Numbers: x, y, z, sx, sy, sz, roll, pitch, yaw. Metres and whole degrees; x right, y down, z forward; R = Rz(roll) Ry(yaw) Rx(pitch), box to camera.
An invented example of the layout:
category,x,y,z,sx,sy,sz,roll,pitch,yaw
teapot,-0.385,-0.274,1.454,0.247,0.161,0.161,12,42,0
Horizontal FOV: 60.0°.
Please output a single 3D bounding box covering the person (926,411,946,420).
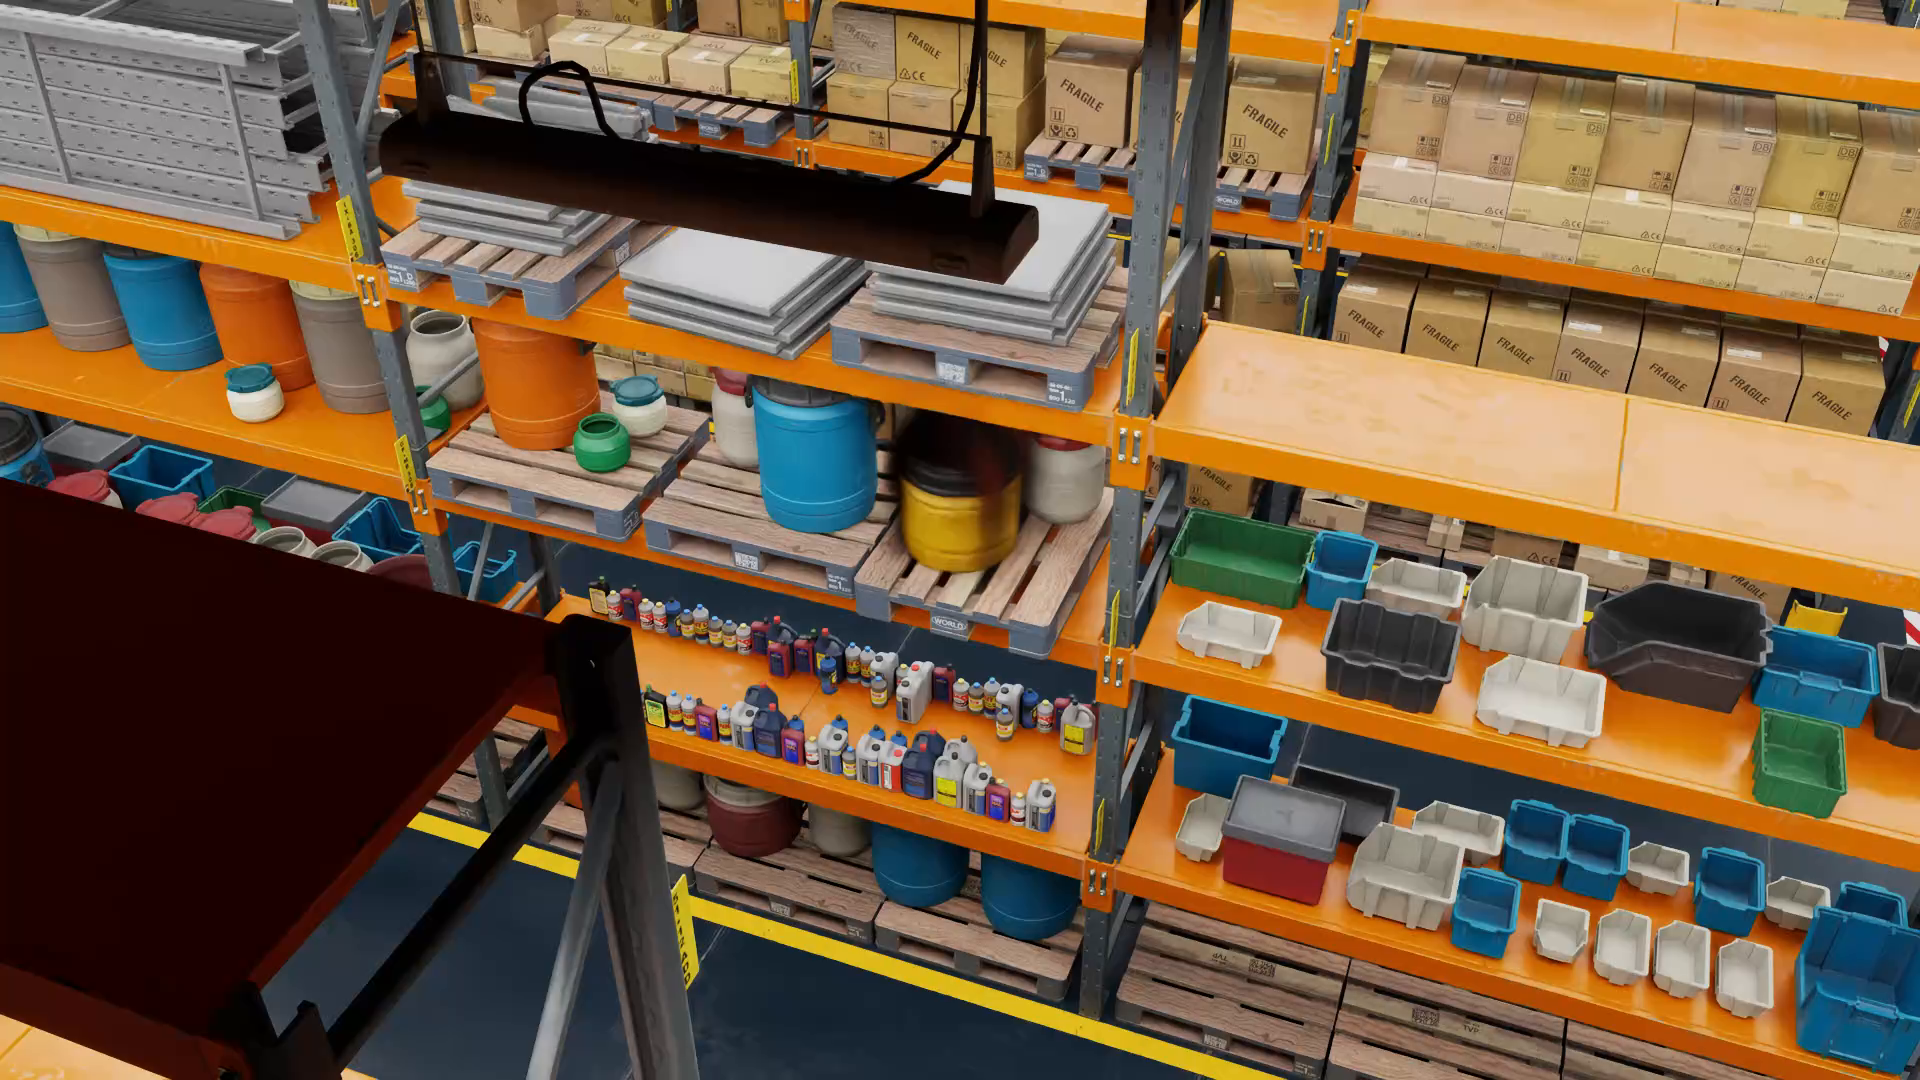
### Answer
category,x,y,z,sx,sy,sz,roll,pitch,yaw
person,-0.029,-0.606,12.661,0.539,1.700,0.546,-28,45,-32
